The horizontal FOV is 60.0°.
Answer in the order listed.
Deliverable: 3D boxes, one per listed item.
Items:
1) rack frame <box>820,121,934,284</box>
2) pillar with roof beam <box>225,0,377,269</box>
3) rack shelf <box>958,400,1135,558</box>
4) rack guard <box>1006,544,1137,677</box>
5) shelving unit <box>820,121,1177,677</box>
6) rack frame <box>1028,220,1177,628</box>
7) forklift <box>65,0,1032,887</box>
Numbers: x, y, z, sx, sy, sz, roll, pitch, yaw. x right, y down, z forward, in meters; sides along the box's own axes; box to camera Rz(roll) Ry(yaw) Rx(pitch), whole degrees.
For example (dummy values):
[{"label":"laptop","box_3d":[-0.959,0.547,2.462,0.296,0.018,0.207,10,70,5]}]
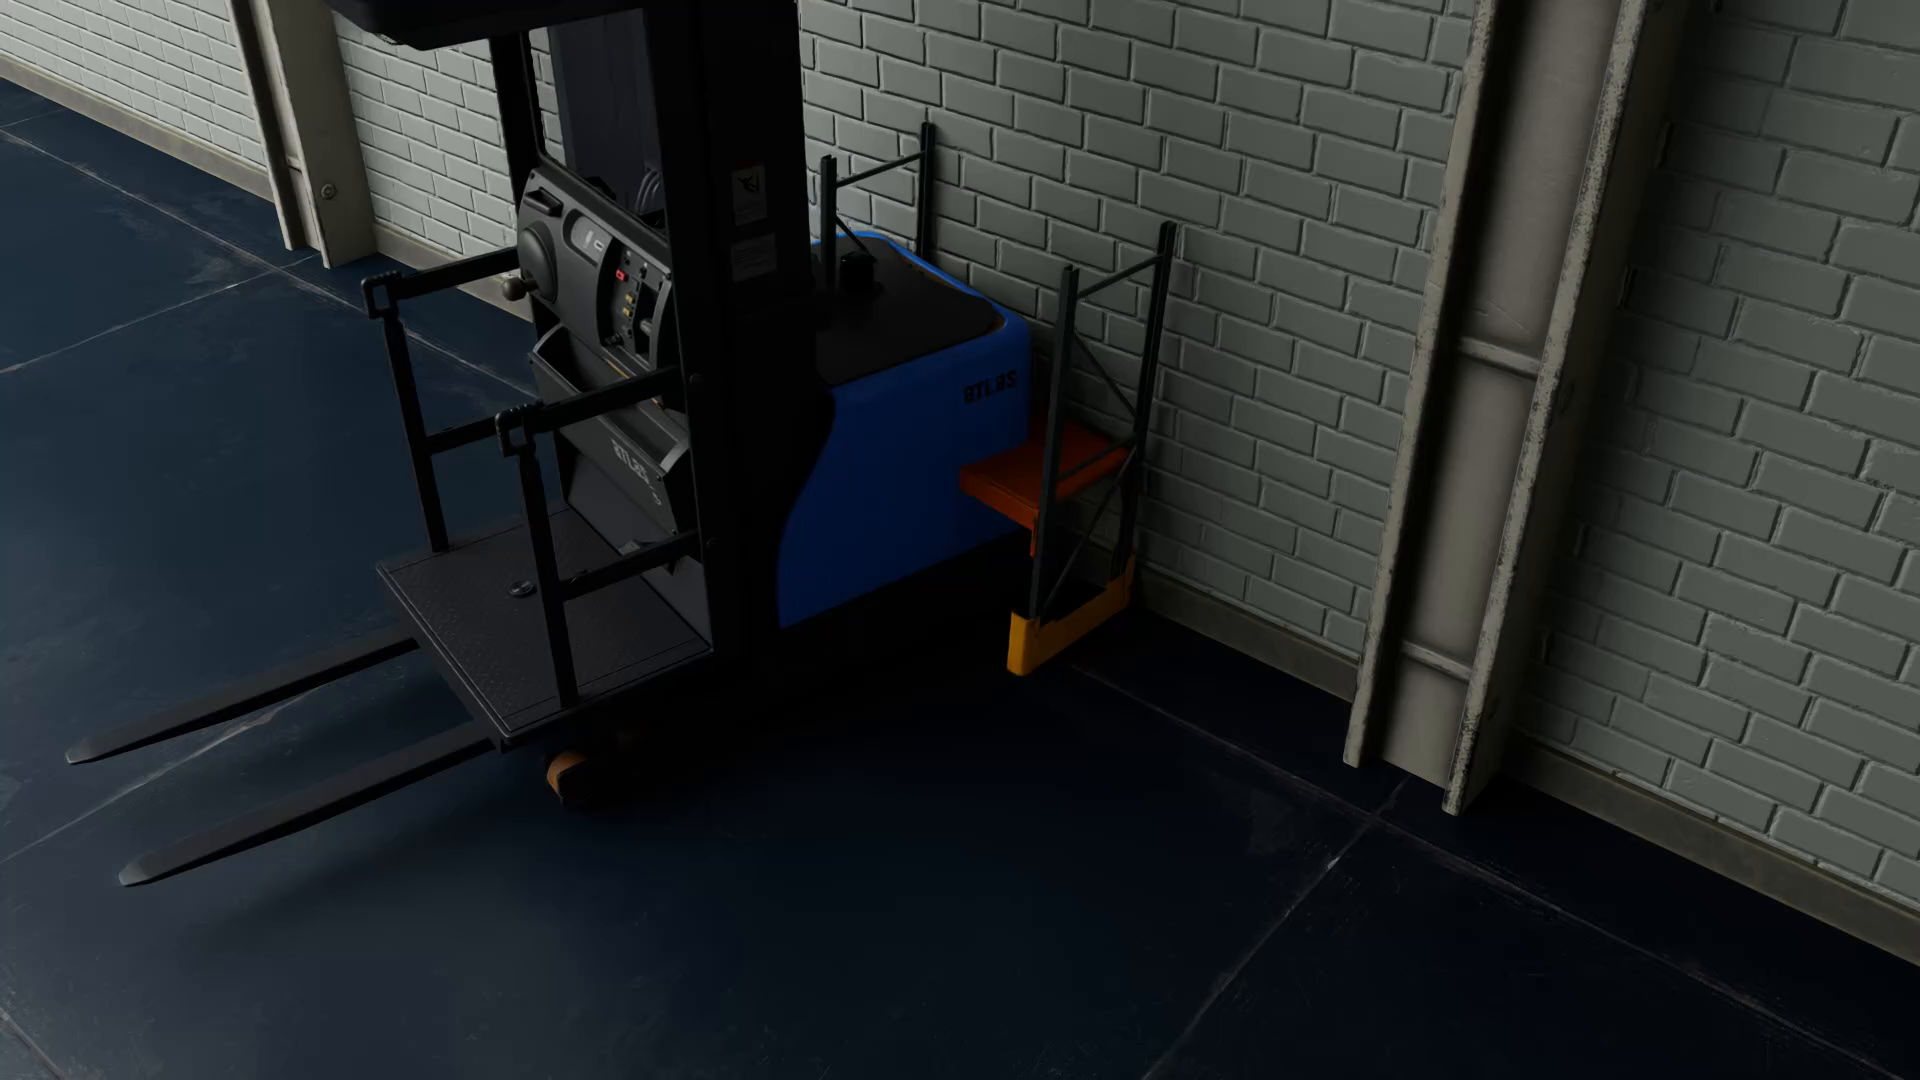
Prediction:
[{"label":"rack frame","box_3d":[-0.302,-0.702,5.876,0.032,1.500,0.500,31,44,32]},{"label":"pillar with roof beam","box_3d":[-5.912,-3.309,3.120,0.400,9.000,9.100,25,42,32]},{"label":"rack shelf","box_3d":[0.056,-0.335,5.709,1.000,0.185,0.538,31,44,32]},{"label":"rack guard","box_3d":[0.386,0.238,5.708,0.087,0.250,0.587,31,44,32]},{"label":"shelving unit","box_3d":[0.060,-0.485,5.609,1.083,1.500,0.587,31,44,32]},{"label":"rack frame","box_3d":[0.434,-0.259,5.332,0.032,1.500,0.500,31,44,32]},{"label":"forklift","box_3d":[-1.239,-0.747,4.749,3.031,2.935,1.130,-23,40,-29]}]
